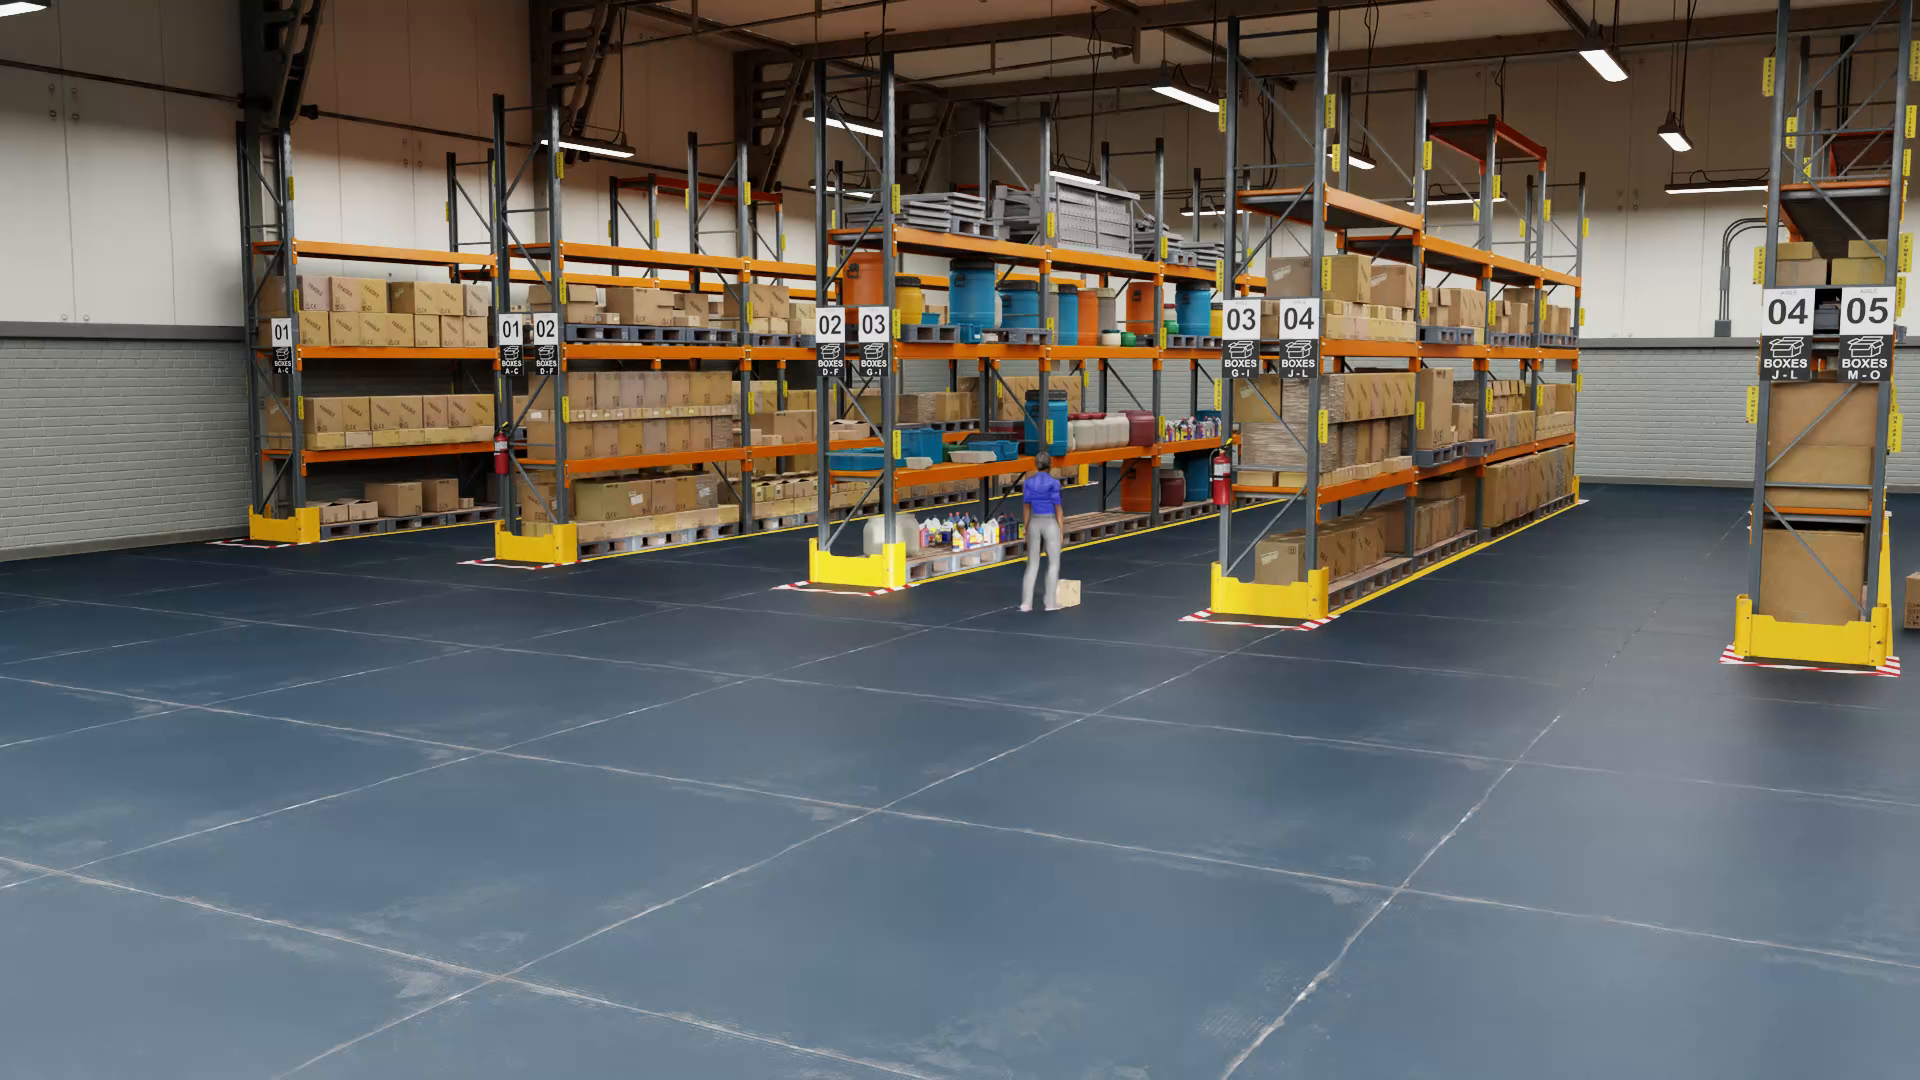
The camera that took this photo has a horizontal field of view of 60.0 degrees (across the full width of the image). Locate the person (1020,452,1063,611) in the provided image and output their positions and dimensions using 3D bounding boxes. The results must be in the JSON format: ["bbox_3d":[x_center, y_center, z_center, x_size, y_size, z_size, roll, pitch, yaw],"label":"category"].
[{"bbox_3d":[0.865,-0.041,17.228,0.443,1.749,0.390,3,7,29],"label":"person"}]
